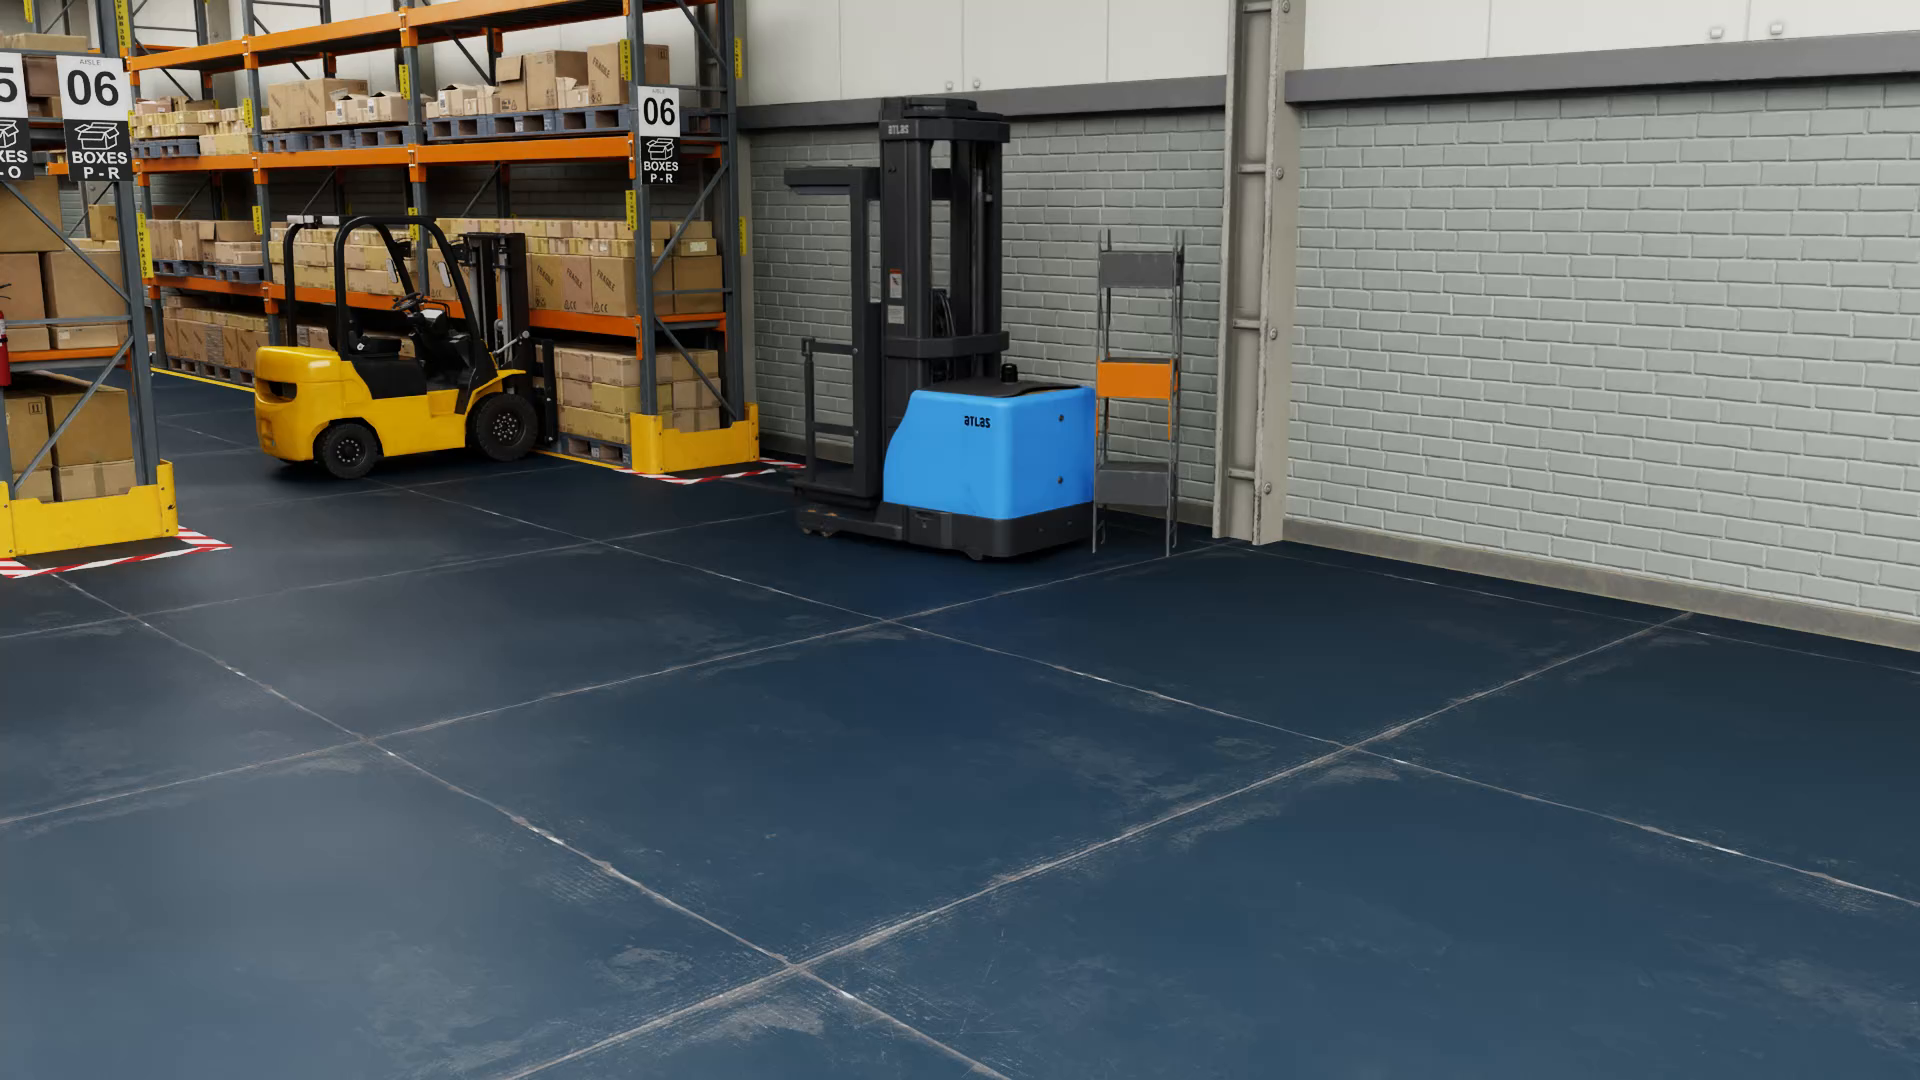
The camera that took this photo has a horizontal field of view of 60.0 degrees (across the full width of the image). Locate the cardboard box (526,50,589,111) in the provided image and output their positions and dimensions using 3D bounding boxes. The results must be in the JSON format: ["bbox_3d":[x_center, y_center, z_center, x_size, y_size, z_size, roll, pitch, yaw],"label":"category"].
[{"bbox_3d":[-3.442,-4.098,14.897,0.700,0.500,0.500,-11,16,-42],"label":"cardboard box"}]

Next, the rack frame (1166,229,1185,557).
[{"bbox_3d":[1.406,-0.954,10.839,0.015,2.100,0.400,3,12,15],"label":"rack frame"}]

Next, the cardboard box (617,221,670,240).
[{"bbox_3d":[-2.725,-2.666,14.326,0.380,0.149,0.250,-11,16,-42],"label":"cardboard box"}]

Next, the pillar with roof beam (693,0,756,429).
[{"bbox_3d":[-5.268,-4.697,11.906,9.100,9.000,0.400,-11,16,-43],"label":"pillar with roof beam"}]

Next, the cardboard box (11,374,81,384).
[{"bbox_3d":[-6.991,-0.975,12.623,0.500,0.500,0.500,-10,16,-41],"label":"cardboard box"}]

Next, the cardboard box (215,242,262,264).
[{"bbox_3d":[-8.813,-3.540,20.489,0.500,0.250,0.500,11,16,42],"label":"cardboard box"}]

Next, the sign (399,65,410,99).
[{"bbox_3d":[-5.473,-4.514,16.394,0.100,0.325,0.005,-11,16,-43],"label":"sign"}]

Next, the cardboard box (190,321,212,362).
[{"bbox_3d":[-9.725,-2.612,21.809,0.500,0.500,0.500,11,16,43],"label":"cardboard box"}]

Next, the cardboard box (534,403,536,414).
[{"bbox_3d":[-3.929,-1.235,15.747,0.500,0.250,0.500,-10,15,-41],"label":"cardboard box"}]

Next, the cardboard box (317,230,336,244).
[{"bbox_3d":[-6.944,-3.391,18.580,0.380,0.149,0.250,-10,16,-41],"label":"cardboard box"}]

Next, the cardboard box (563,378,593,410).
[{"bbox_3d":[-3.226,-1.337,15.001,0.500,0.250,0.500,-11,16,-43],"label":"cardboard box"}]

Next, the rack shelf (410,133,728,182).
[{"bbox_3d":[-3.707,-3.540,15.507,1.077,0.370,4.000,-11,16,-43],"label":"rack shelf"}]

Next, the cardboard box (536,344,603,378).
[{"bbox_3d":[-3.581,-1.649,15.279,0.500,0.250,0.500,-11,16,-42],"label":"cardboard box"}]

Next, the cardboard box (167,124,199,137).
[{"bbox_3d":[-9.818,-5.197,21.103,0.380,0.149,0.250,-10,16,-41],"label":"cardboard box"}]

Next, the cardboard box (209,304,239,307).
[{"bbox_3d":[-10.150,-3.168,22.900,0.250,0.149,0.380,11,16,43],"label":"cardboard box"}]

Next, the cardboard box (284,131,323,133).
[{"bbox_3d":[-7.930,-4.976,20.080,0.380,0.149,0.250,-11,16,-42],"label":"cardboard box"}]

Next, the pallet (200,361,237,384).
[{"bbox_3d":[-9.177,-2.225,21.688,1.003,0.211,1.213,-11,16,-43],"label":"pallet"}]

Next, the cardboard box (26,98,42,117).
[{"bbox_3d":[-6.153,-2.904,11.264,0.250,0.149,0.380,11,16,43],"label":"cardboard box"}]

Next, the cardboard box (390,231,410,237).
[{"bbox_3d":[-5.806,-3.178,17.550,0.380,0.149,0.250,-11,16,-43],"label":"cardboard box"}]

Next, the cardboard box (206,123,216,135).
[{"bbox_3d":[-9.139,-5.099,20.678,0.380,0.149,0.250,-10,15,-41],"label":"cardboard box"}]

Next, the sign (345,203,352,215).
[{"bbox_3d":[-7.451,-3.943,20.249,0.100,0.325,0.005,-11,16,-43],"label":"sign"}]

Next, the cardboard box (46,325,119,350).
[{"bbox_3d":[-5.998,-1.394,11.367,0.380,0.149,0.250,-11,16,-42],"label":"cardboard box"}]

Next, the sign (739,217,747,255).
[{"bbox_3d":[-1.920,-2.670,14.597,0.100,0.325,0.005,-11,16,-43],"label":"sign"}]

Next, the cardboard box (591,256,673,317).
[{"bbox_3d":[-2.855,-2.215,14.482,0.500,0.500,0.500,-11,16,-44],"label":"cardboard box"}]

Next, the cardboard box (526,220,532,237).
[{"bbox_3d":[-3.789,-2.889,15.409,0.380,0.149,0.250,-11,16,-42],"label":"cardboard box"}]

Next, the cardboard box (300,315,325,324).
[{"bbox_3d":[-7.985,-2.717,20.712,0.380,0.149,0.250,-10,15,-40],"label":"cardboard box"}]

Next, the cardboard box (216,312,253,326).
[{"bbox_3d":[-9.270,-2.832,21.269,0.250,0.149,0.380,11,16,42],"label":"cardboard box"}]

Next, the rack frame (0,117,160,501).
[{"bbox_3d":[-5.913,-1.439,10.961,1.000,3.000,0.127,-11,16,-43],"label":"rack frame"}]

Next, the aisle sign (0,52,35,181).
[{"bbox_3d":[-6.080,-2.662,10.458,0.394,0.787,0.004,-11,16,-43],"label":"aisle sign"}]

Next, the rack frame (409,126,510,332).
[{"bbox_3d":[-5.088,-2.715,17.154,1.000,3.000,0.127,-11,16,-43],"label":"rack frame"}]

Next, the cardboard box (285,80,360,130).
[{"bbox_3d":[-7.105,-4.872,18.655,0.700,0.500,0.500,-11,16,-44],"label":"cardboard box"}]

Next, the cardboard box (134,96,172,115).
[{"bbox_3d":[-10.657,-5.739,21.970,0.396,0.266,0.258,-11,16,-43],"label":"cardboard box"}]

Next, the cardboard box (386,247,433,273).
[{"bbox_3d":[-5.612,-2.922,17.294,0.500,0.250,0.500,-11,16,-44],"label":"cardboard box"}]

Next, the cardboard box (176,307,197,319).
[{"bbox_3d":[-10.310,-3.062,22.388,0.250,0.149,0.380,11,16,44],"label":"cardboard box"}]

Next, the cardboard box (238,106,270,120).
[{"bbox_3d":[-8.301,-5.044,19.673,0.380,0.149,0.250,-10,15,-41],"label":"cardboard box"}]

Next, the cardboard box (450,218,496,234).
[{"bbox_3d":[-4.823,-3.116,16.510,0.380,0.149,0.250,-11,16,-42],"label":"cardboard box"}]

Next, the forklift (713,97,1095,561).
[{"bbox_3d":[-0.512,-1.528,11.566,3.031,2.935,1.130,10,15,41],"label":"forklift"}]

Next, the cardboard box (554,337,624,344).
[{"bbox_3d":[-3.555,-1.799,16.004,0.500,0.250,0.500,-11,16,-44],"label":"cardboard box"}]

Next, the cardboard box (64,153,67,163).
[{"bbox_3d":[-13.123,-5.699,24.826,0.380,0.149,0.250,-11,16,-42],"label":"cardboard box"}]

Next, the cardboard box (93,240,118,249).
[{"bbox_3d":[-12.187,-4.216,24.075,0.500,0.250,0.500,11,16,44],"label":"cardboard box"}]

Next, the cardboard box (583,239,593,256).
[{"bbox_3d":[-3.100,-2.589,14.688,0.380,0.149,0.250,-11,16,-42],"label":"cardboard box"}]

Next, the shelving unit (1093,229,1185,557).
[{"bbox_3d":[1.170,-0.967,10.900,0.503,2.100,0.431,3,12,15],"label":"shelving unit"}]

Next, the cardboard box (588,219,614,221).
[{"bbox_3d":[-3.450,-2.952,15.713,0.380,0.149,0.250,-11,16,-42],"label":"cardboard box"}]

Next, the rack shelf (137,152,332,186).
[{"bbox_3d":[-9.231,-4.707,21.174,1.077,0.370,4.000,-11,16,-43],"label":"rack shelf"}]

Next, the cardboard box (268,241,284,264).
[{"bbox_3d":[-7.738,-3.368,19.456,0.500,0.250,0.500,-11,16,-43],"label":"cardboard box"}]

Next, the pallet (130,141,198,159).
[{"bbox_3d":[-10.213,-5.154,22.028,1.213,0.211,1.003,-11,16,-43],"label":"pallet"}]

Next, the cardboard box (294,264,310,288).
[{"bbox_3d":[-7.377,-3.052,19.164,0.500,0.250,0.500,-11,16,-44],"label":"cardboard box"}]

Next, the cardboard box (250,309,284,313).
[{"bbox_3d":[-9.072,-2.944,21.812,0.250,0.149,0.380,11,16,43],"label":"cardboard box"}]

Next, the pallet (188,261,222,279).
[{"bbox_3d":[-9.196,-3.488,21.382,1.003,0.211,1.213,-11,16,-43],"label":"pallet"}]

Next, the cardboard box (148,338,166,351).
[{"bbox_3d":[-11.210,-2.732,23.263,0.250,0.149,0.380,11,16,43],"label":"cardboard box"}]

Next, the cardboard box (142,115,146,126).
[{"bbox_3d":[-10.488,-5.495,21.813,0.380,0.149,0.250,-11,16,-42],"label":"cardboard box"}]

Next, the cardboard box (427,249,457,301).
[{"bbox_3d":[-4.970,-2.663,16.653,0.500,0.500,0.500,11,16,44],"label":"cardboard box"}]

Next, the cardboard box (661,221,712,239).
[{"bbox_3d":[-2.403,-2.722,14.598,0.380,0.149,0.250,-11,16,-44],"label":"cardboard box"}]
